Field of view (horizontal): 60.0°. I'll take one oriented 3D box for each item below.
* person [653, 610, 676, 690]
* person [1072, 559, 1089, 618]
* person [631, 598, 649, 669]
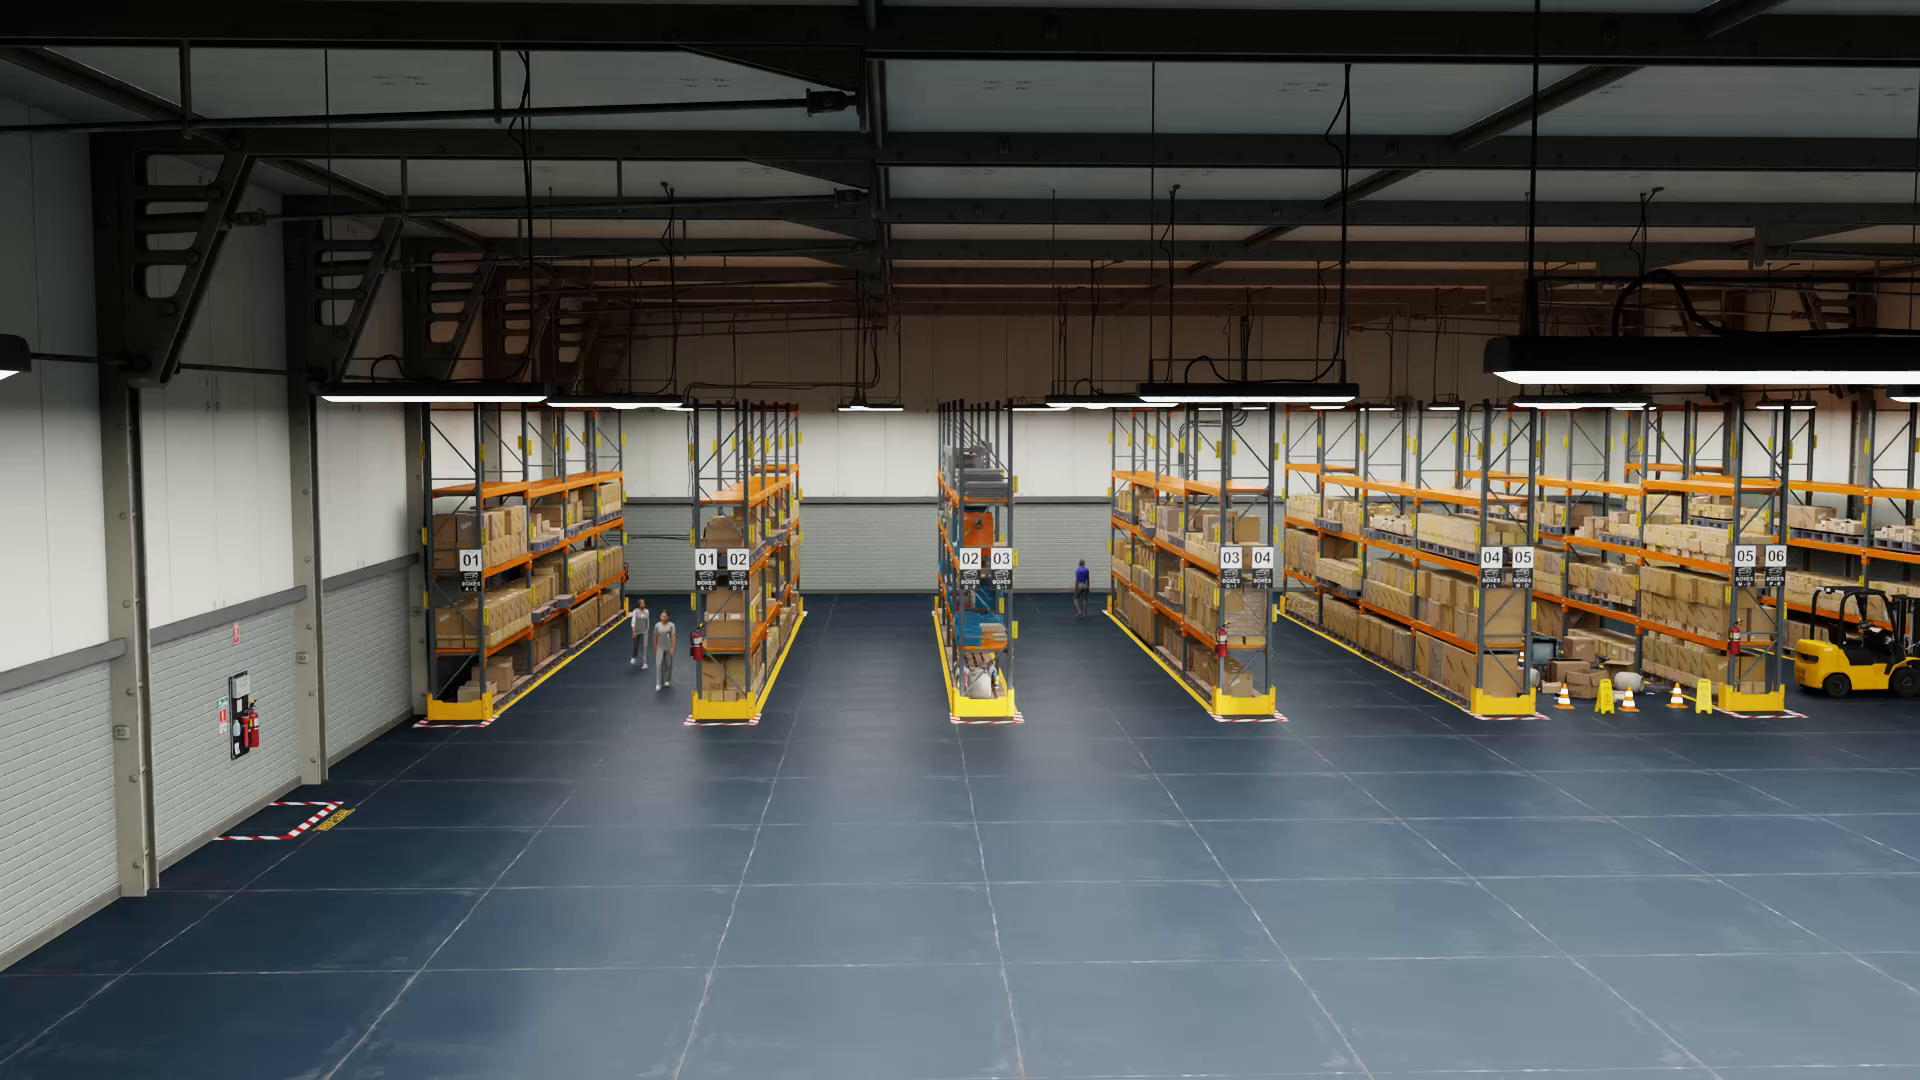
[{"bbox_3d":[-6.129,2.265,34.542,0.456,1.623,0.964,-1,4,-14],"label":"person"},{"bbox_3d":[3.403,1.375,46.625,0.500,1.695,0.373,-2,5,-29],"label":"person"},{"bbox_3d":[-7.201,2.093,37.456,0.430,1.562,0.927,-2,5,-23],"label":"person"}]
